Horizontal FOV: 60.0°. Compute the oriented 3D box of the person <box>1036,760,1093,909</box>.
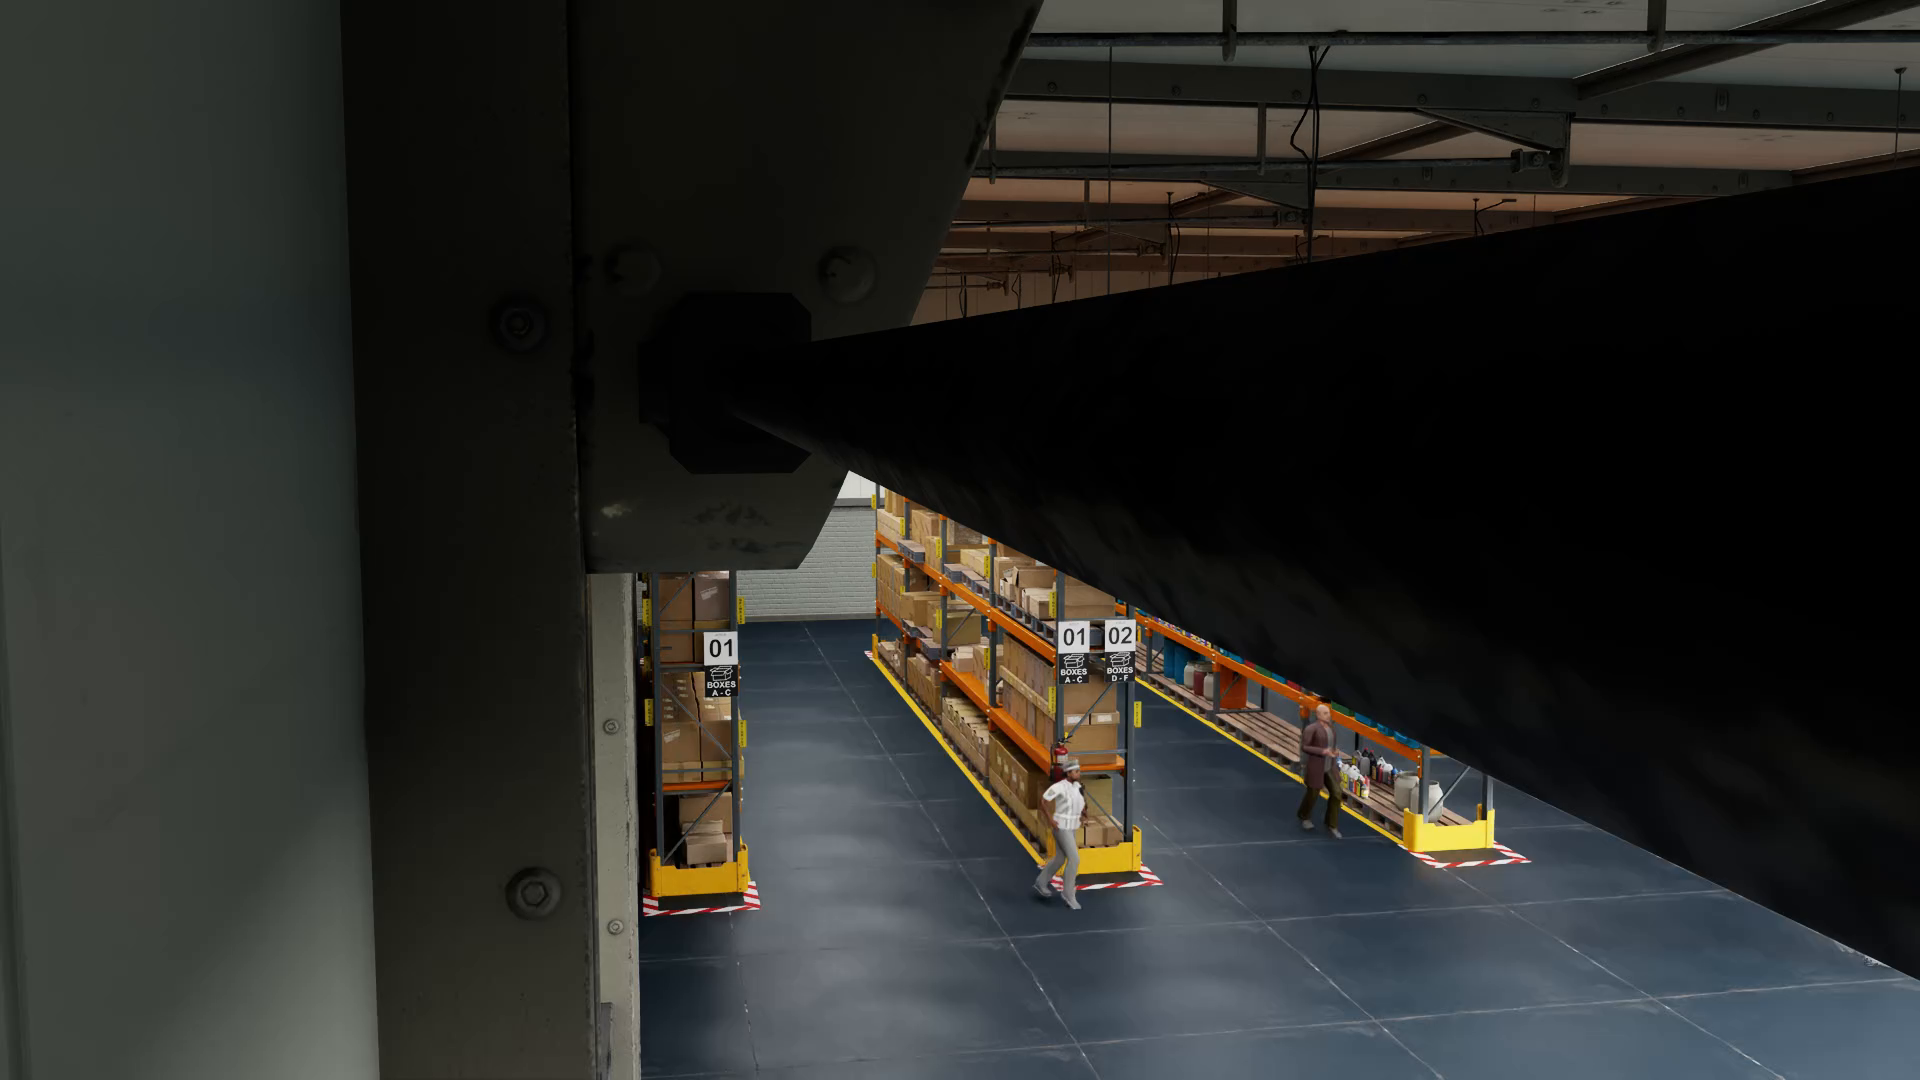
[{"bbox_3d":[1.297,3.473,19.859,0.755,1.722,0.569,4,7,31],"label":"person"}]

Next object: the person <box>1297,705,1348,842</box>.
[{"bbox_3d":[4.895,3.131,22.550,0.691,1.836,0.880,-3,7,-26],"label":"person"}]
